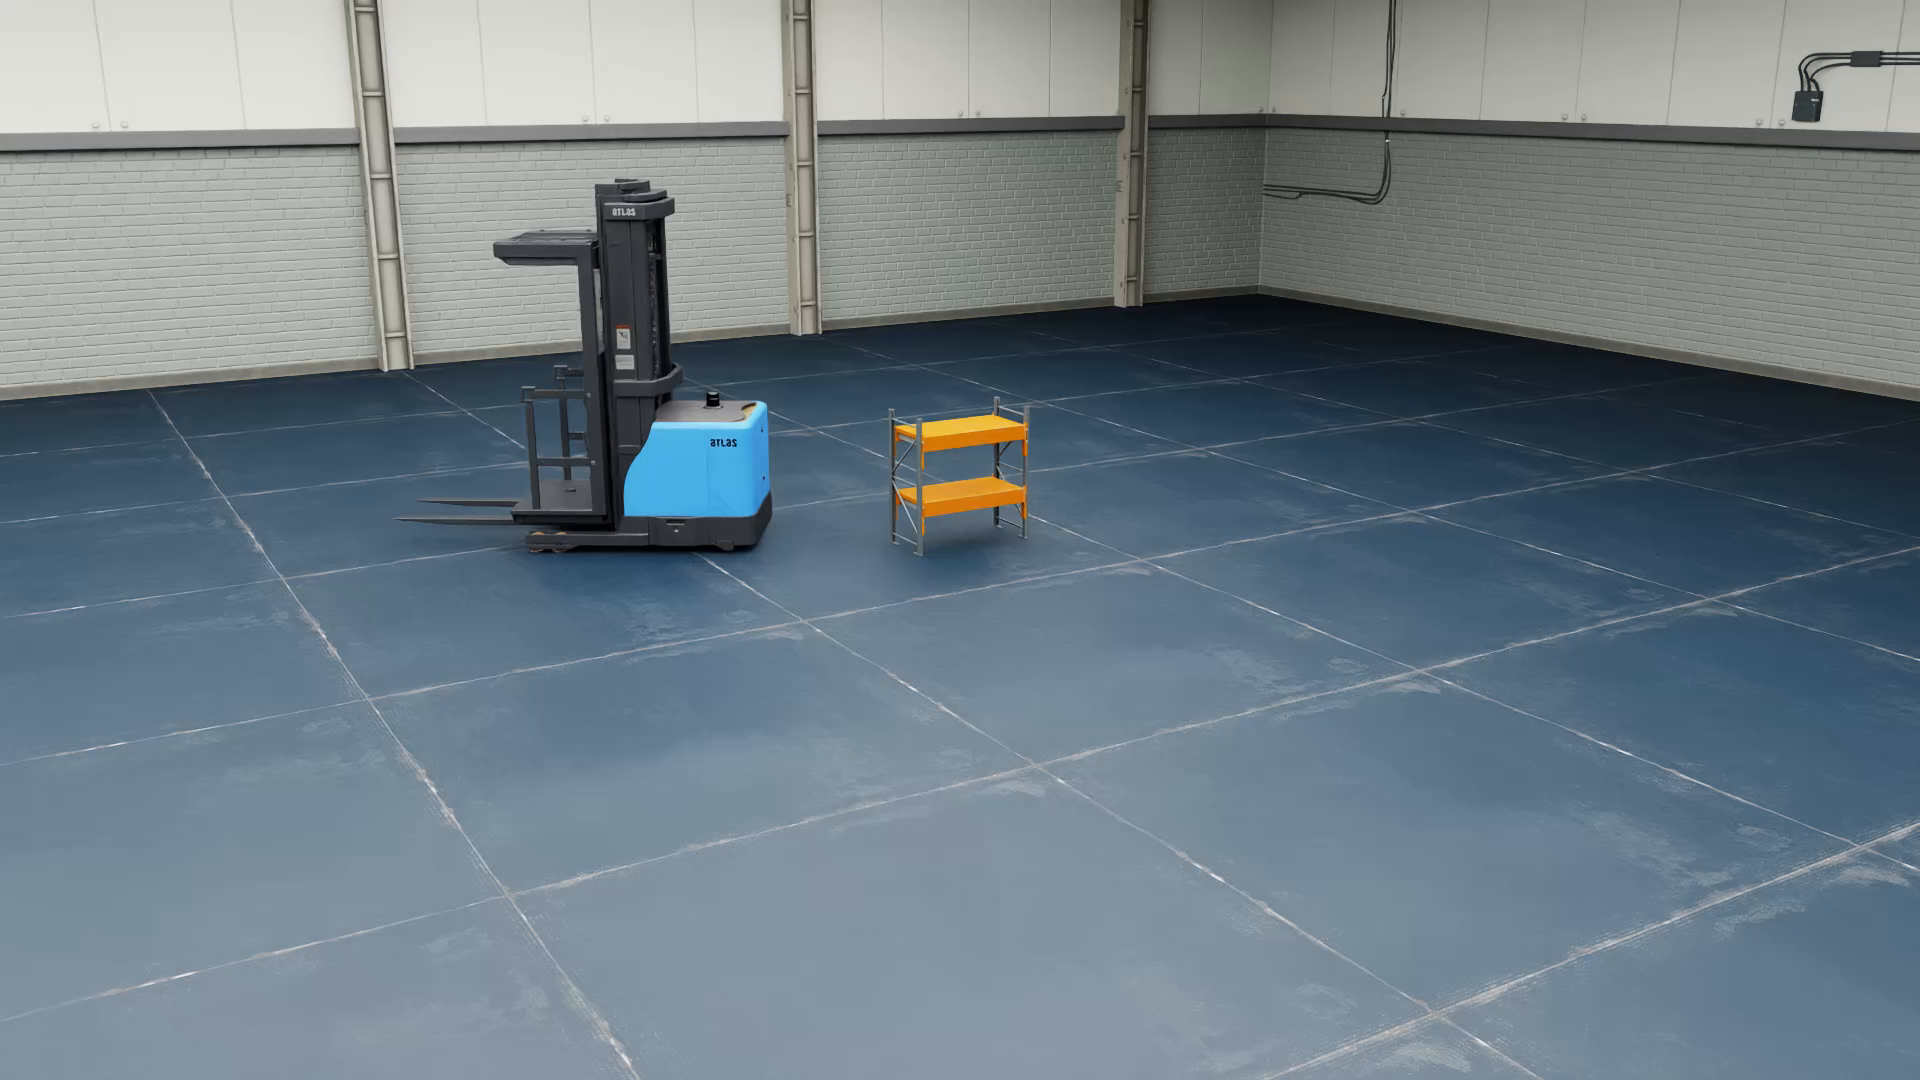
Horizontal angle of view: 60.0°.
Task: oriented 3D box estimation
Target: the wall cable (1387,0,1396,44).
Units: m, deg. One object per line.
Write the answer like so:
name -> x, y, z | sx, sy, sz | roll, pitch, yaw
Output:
wall cable -> 7.425, -8.689, 24.630 | 0.112, 2.526, 3.097 | -9, 18, -30

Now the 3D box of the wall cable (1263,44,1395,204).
wall cable -> 6.031, -6.883, 27.545 | 0.112, 2.526, 3.097 | -9, 18, -30

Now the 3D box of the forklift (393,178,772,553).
forklift -> -3.152, -1.450, 13.652 | 3.031, 2.935, 1.130 | 0, 16, 2

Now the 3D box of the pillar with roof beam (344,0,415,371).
pillar with roof beam -> -5.244, -5.610, 17.252 | 0.400, 9.000, 9.100 | -9, 18, -30

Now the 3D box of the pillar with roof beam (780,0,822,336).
pillar with roof beam -> -0.101, -6.444, 20.227 | 0.400, 9.000, 9.100 | -9, 18, -30

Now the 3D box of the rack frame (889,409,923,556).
rack frame -> -0.442, -0.470, 13.503 | 0.032, 1.125, 0.500 | -9, 18, -30

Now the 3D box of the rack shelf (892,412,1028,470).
rack shelf -> -0.006, -0.823, 13.676 | 1.000, 0.278, 0.538 | -9, 18, -30

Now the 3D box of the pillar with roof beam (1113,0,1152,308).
pillar with roof beam -> 5.042, -7.278, 23.203 | 0.400, 9.000, 9.100 | -9, 18, -30

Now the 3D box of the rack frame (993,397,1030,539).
rack frame -> 0.430, -0.611, 14.007 | 0.032, 1.125, 0.500 | -9, 18, -30

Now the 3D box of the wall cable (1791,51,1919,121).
wall cable -> 10.907, -7.817, 18.823 | 0.169, 6.003, 2.305 | -9, 18, -30

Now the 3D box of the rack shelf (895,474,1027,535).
rack shelf -> -0.006, -0.305, 13.821 | 1.000, 0.278, 0.538 | -9, 18, -30

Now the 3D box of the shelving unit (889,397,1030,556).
shelving unit -> -0.006, -0.541, 13.755 | 1.048, 1.125, 0.538 | -9, 18, -30
